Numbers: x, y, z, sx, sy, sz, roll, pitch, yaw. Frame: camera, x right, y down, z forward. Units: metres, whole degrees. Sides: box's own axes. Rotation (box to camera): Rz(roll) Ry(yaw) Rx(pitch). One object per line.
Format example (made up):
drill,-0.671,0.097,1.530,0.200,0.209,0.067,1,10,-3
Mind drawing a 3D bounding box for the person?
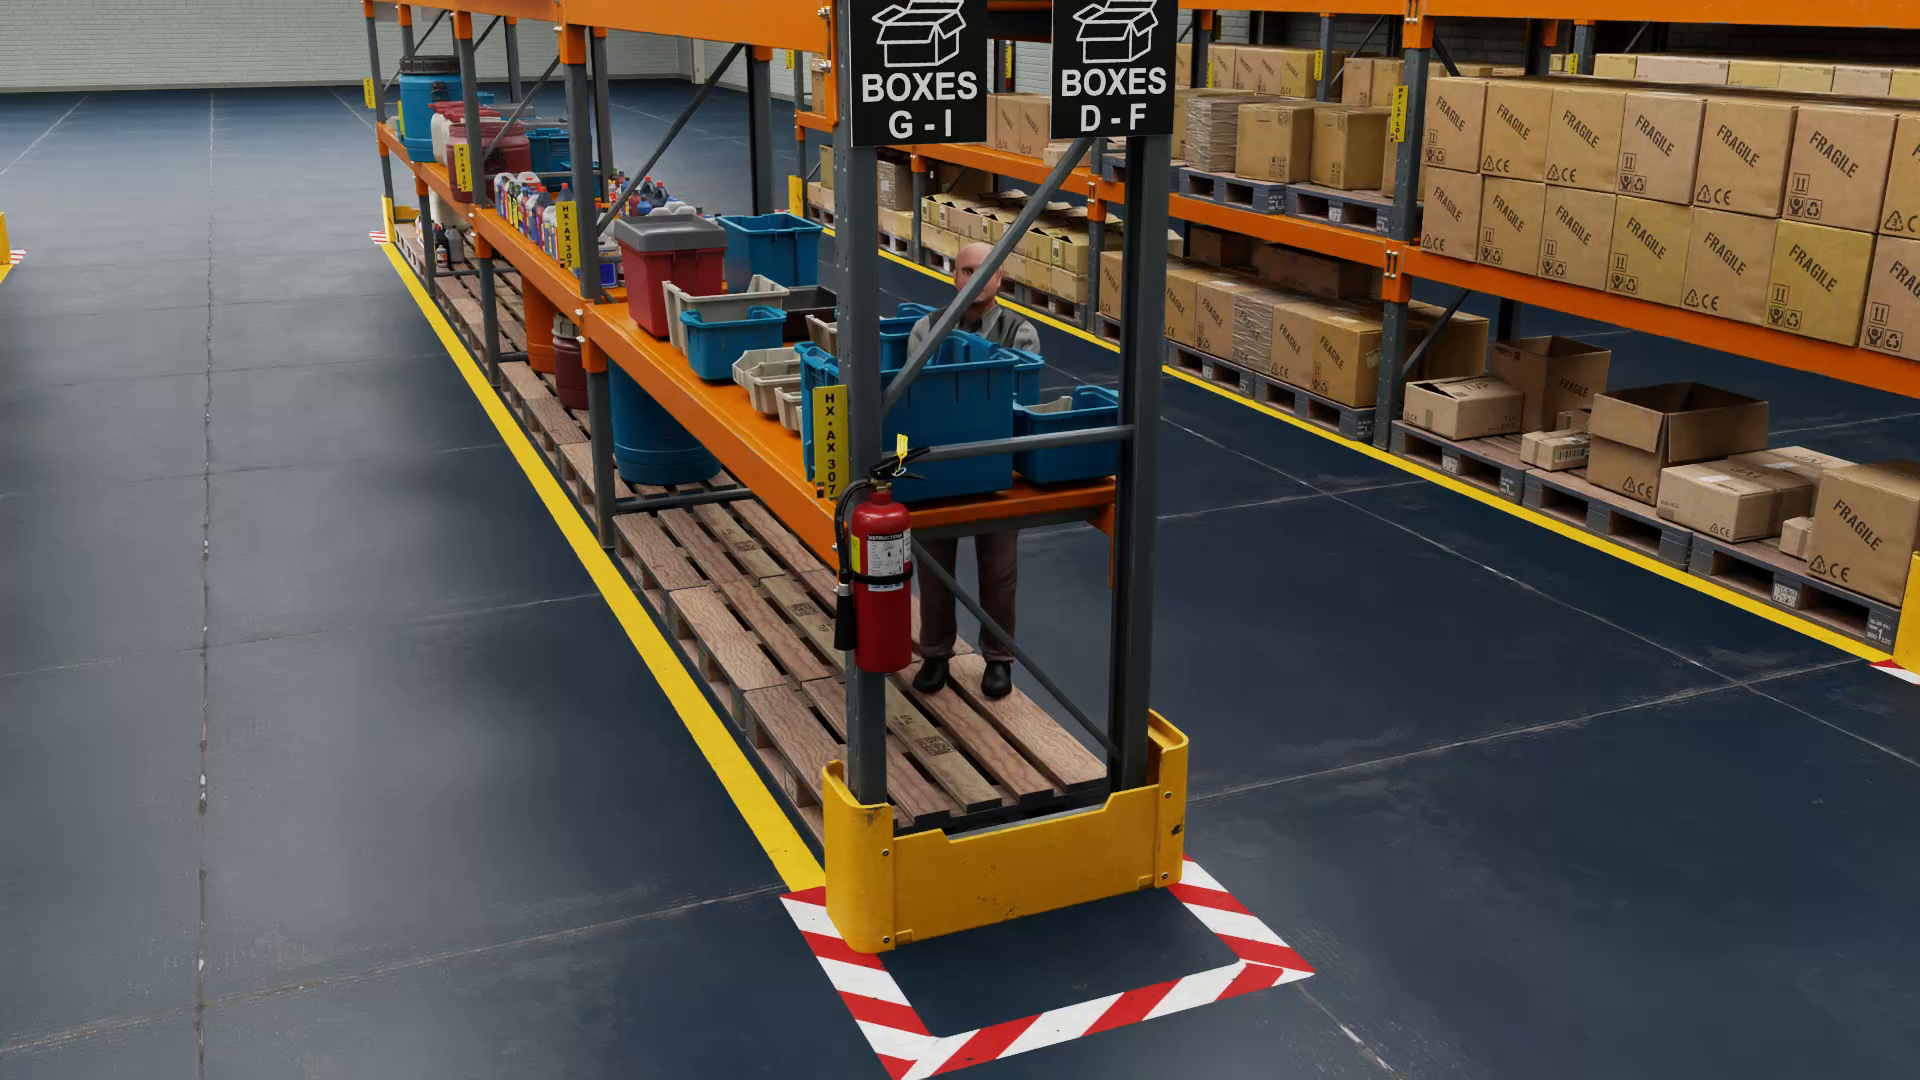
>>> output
person,0.031,-0.192,6.232,0.494,1.633,0.543,3,19,10
